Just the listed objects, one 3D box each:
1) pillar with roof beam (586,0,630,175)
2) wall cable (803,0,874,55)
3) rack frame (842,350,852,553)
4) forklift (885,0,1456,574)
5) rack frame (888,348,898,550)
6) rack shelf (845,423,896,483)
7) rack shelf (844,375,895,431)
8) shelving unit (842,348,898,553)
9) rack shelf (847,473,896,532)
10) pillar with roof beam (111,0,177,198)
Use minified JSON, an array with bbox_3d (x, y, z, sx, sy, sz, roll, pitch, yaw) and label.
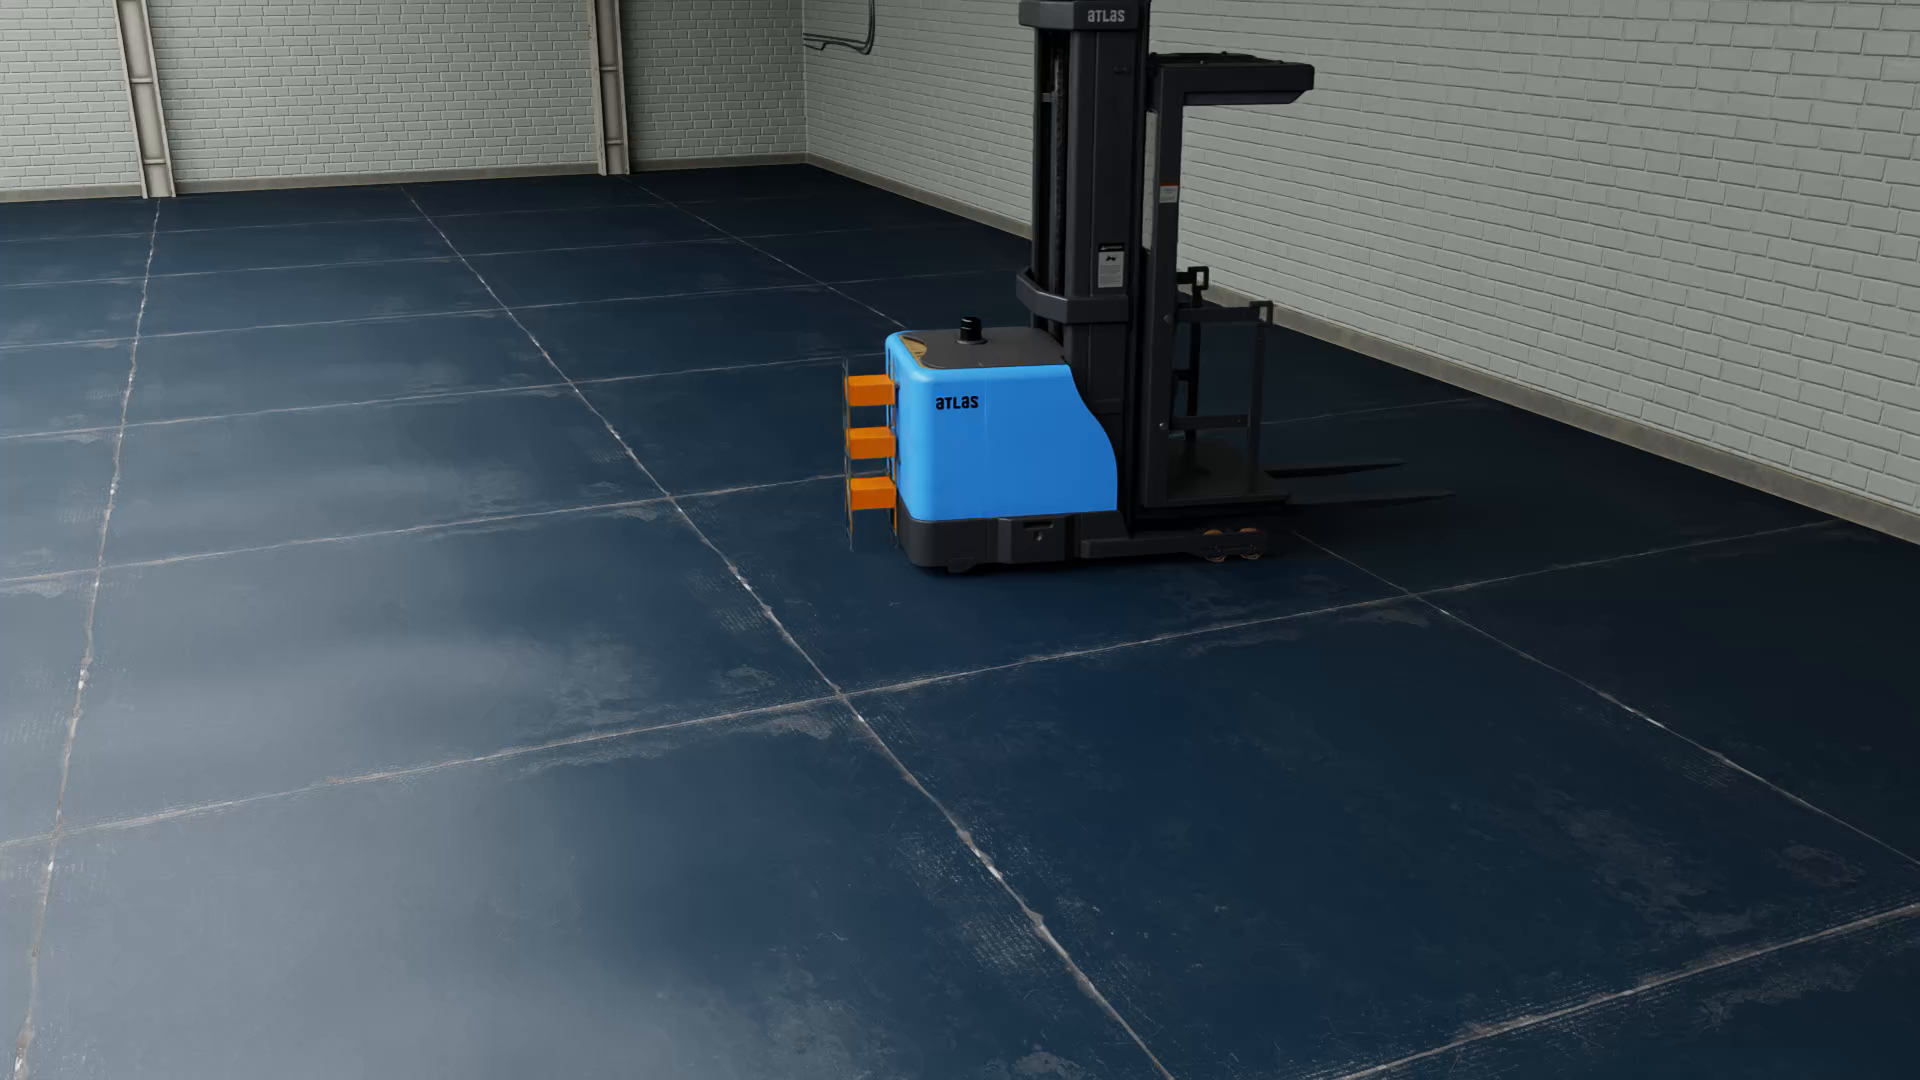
[{"bbox_3d":[-3.308,-8.246,18.891,0.400,9.000,9.100,-8,21,-22],"label":"pillar with roof beam"},{"bbox_3d":[-1.784,-8.078,23.091,0.112,2.526,3.097,-8,21,-22],"label":"wall cable"},{"bbox_3d":[-0.594,-0.461,8.749,0.008,1.050,0.200,-4,20,-10],"label":"rack frame"},{"bbox_3d":[1.154,-1.436,8.687,3.031,2.935,1.130,-4,20,-10],"label":"forklift"},{"bbox_3d":[-0.355,-0.476,8.792,0.008,1.050,0.200,-4,20,-10],"label":"rack frame"},{"bbox_3d":[-0.475,-0.458,8.774,0.240,0.259,0.215,-4,20,-10],"label":"rack shelf"},{"bbox_3d":[-0.475,-0.726,8.680,0.240,0.259,0.215,-4,20,-10],"label":"rack shelf"},{"bbox_3d":[-0.475,-0.468,8.771,0.252,1.050,0.215,-4,20,-10],"label":"shelving unit"},{"bbox_3d":[-0.475,-0.196,8.867,0.240,0.259,0.215,-4,20,-10],"label":"rack shelf"},{"bbox_3d":[-8.817,-7.456,16.650,0.400,9.000,9.100,-8,21,-22],"label":"pillar with roof beam"}]
